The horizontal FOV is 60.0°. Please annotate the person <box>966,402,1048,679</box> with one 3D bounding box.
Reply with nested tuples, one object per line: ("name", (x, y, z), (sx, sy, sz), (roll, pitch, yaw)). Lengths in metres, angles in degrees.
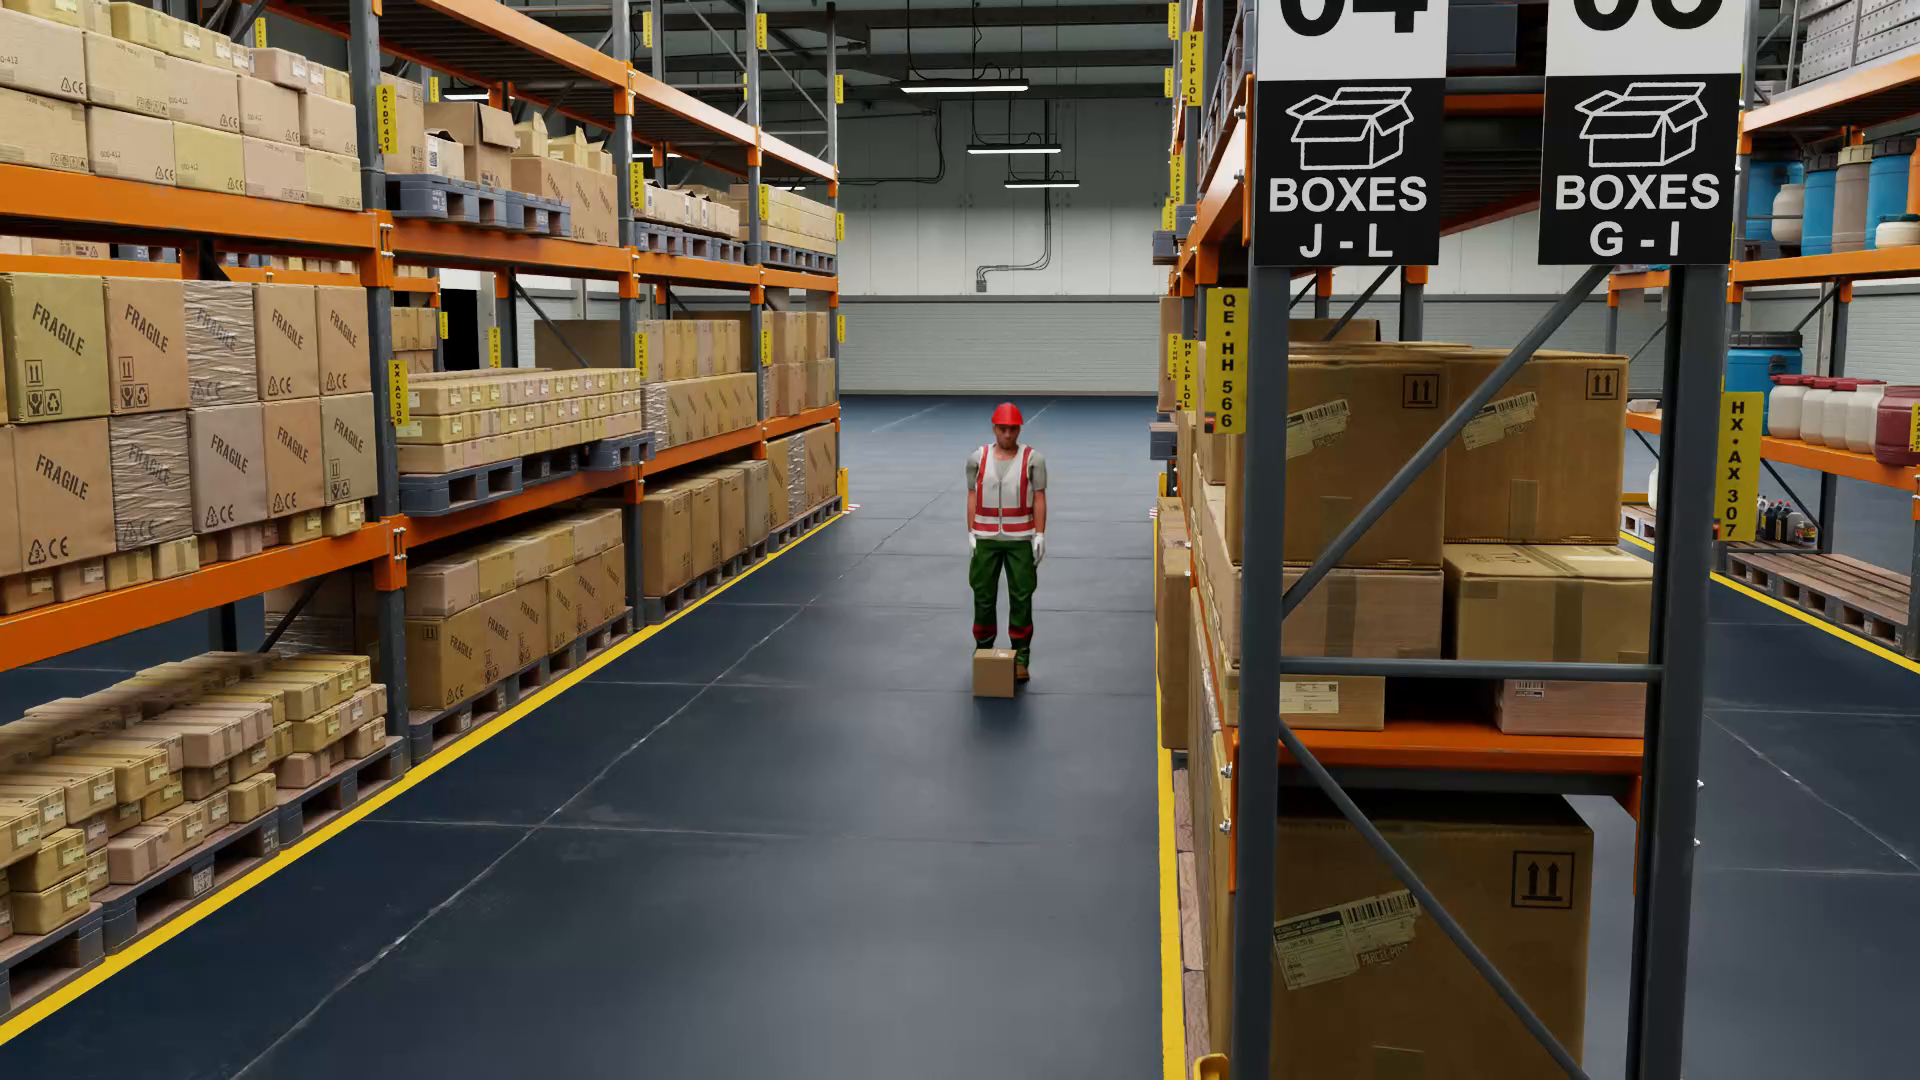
("person", (0.295, 0.008, 10.688), (0.527, 1.785, 0.344), (1, 8, 7))
